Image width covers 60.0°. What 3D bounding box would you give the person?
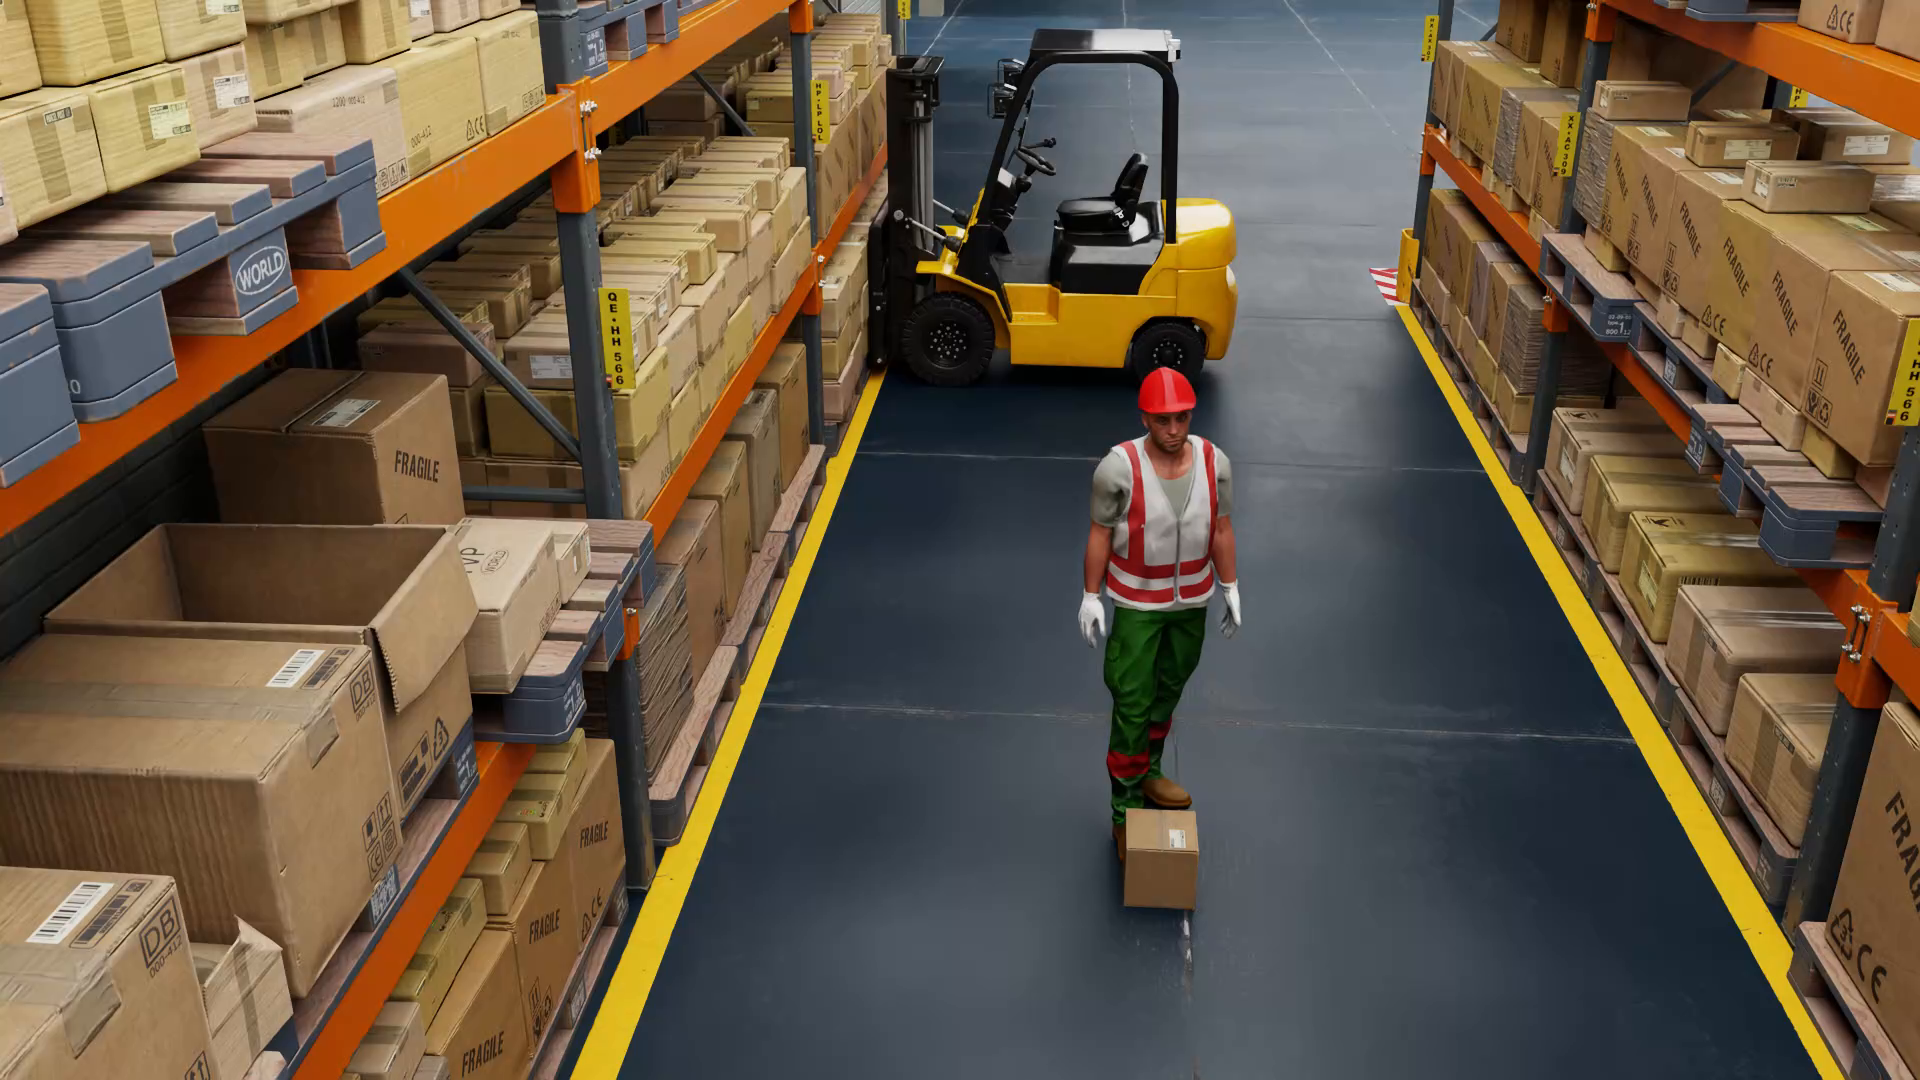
[{"bbox_3d":[0.772,0.255,5.981,0.590,1.779,0.608,-8,26,-18],"label":"person"}]
